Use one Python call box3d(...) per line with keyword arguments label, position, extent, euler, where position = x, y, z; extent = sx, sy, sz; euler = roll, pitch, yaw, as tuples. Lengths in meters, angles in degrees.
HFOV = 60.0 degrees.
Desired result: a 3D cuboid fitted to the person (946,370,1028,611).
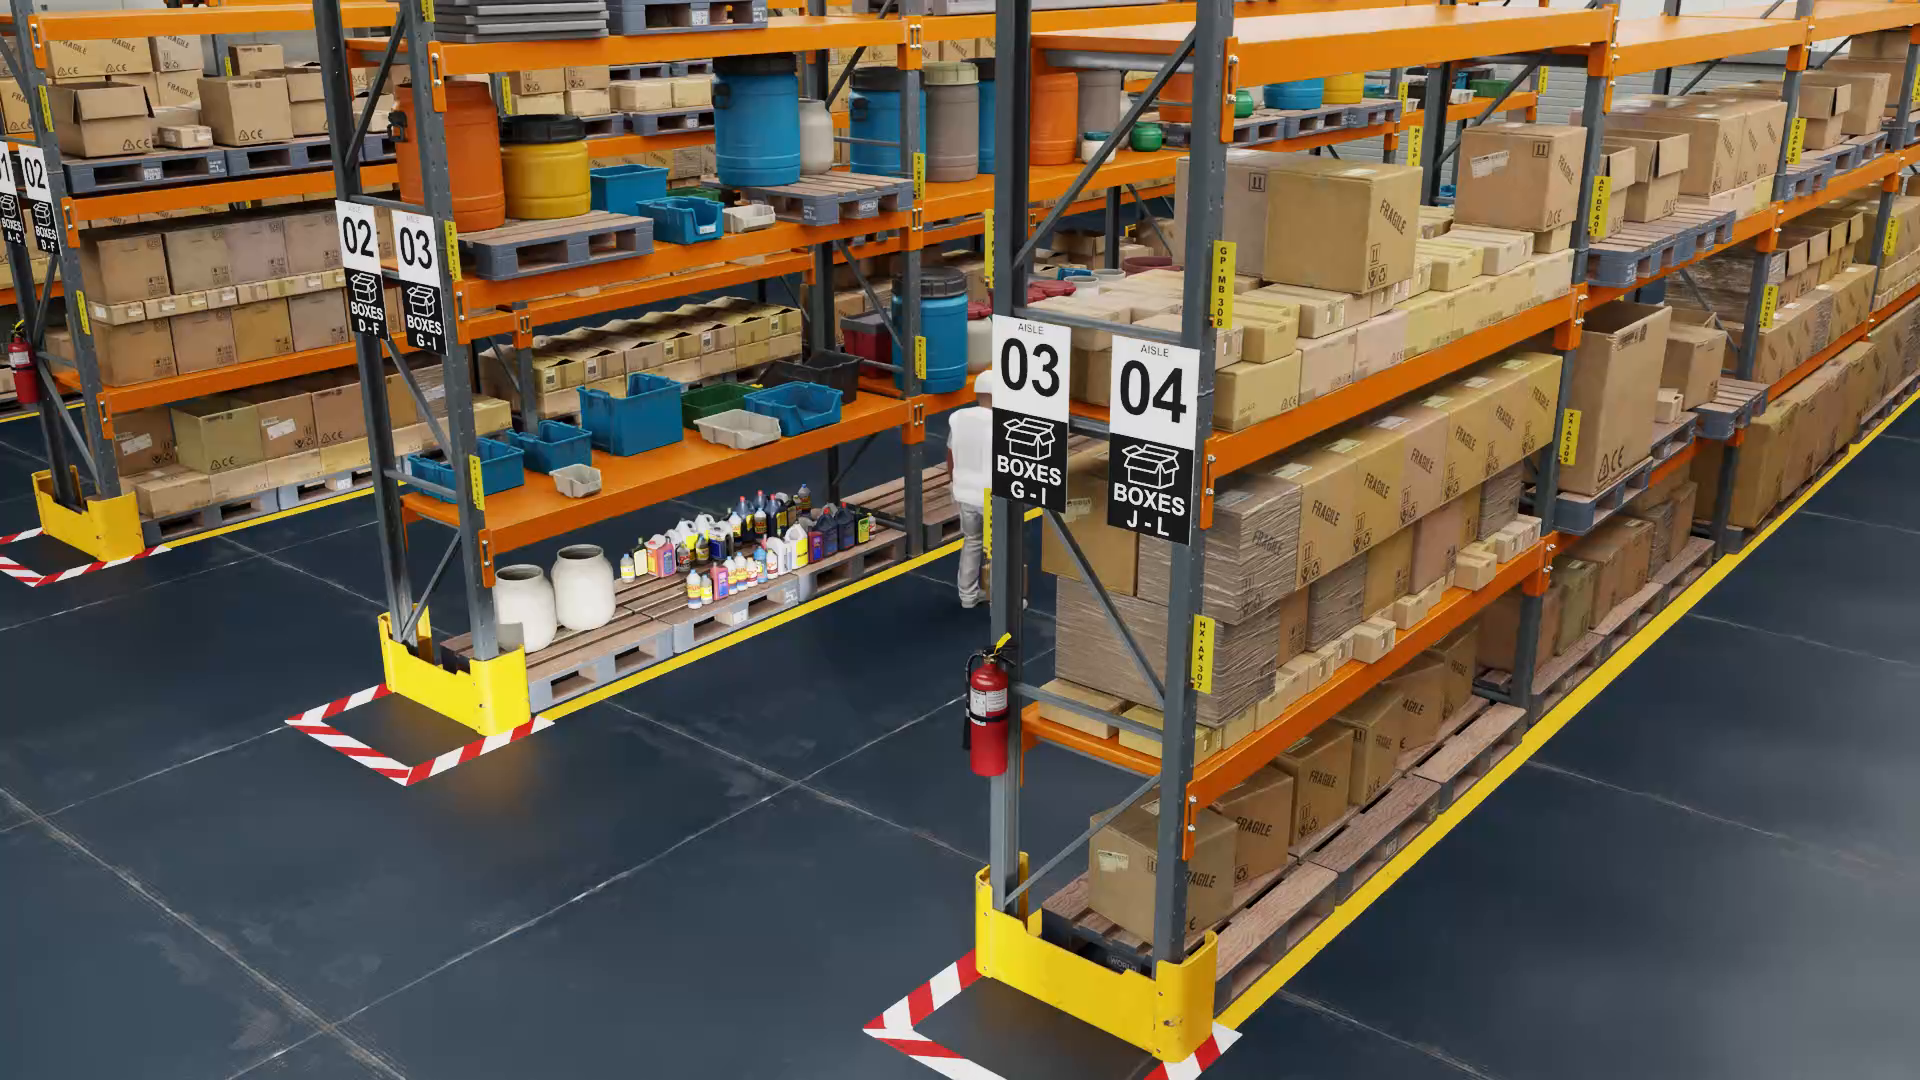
box3d(label="person", position=(0.189, -0.339, 11.994), extent=(0.618, 1.772, 0.451), euler=(14, 24, 34))
